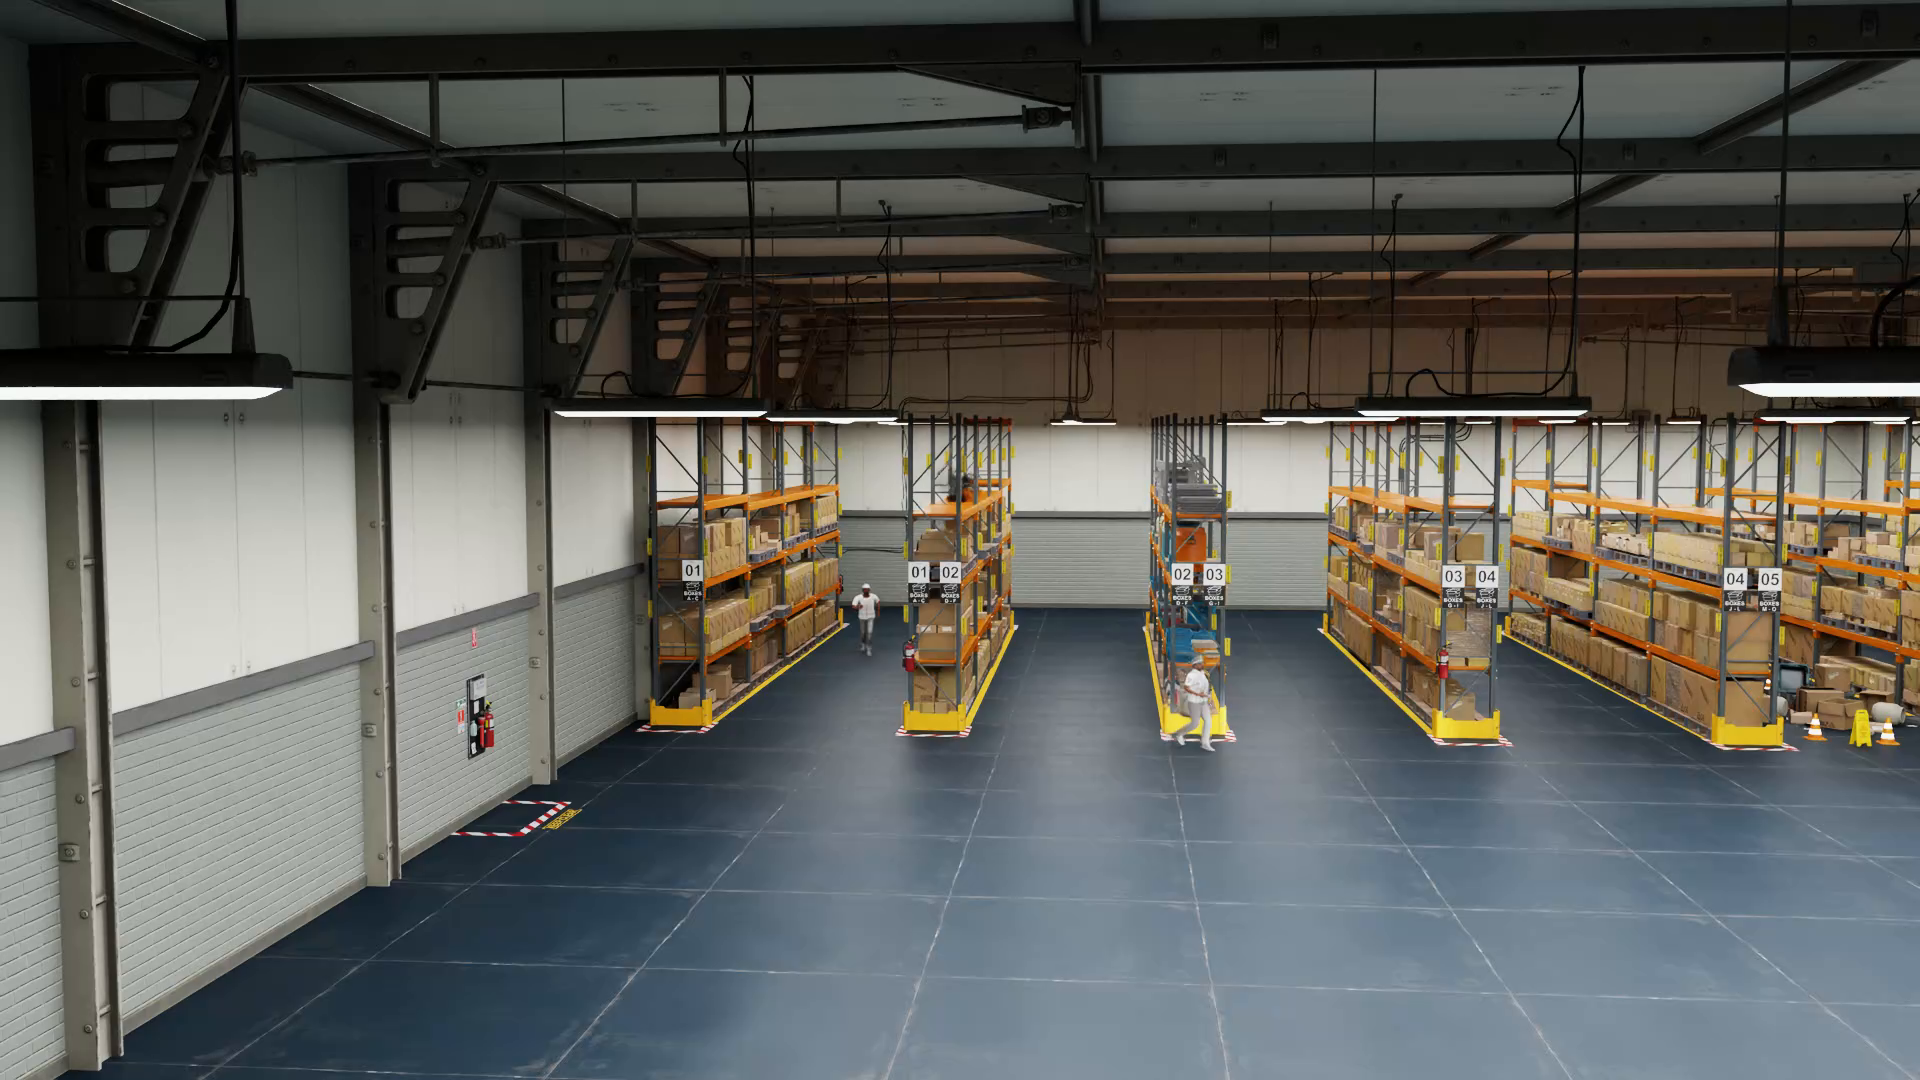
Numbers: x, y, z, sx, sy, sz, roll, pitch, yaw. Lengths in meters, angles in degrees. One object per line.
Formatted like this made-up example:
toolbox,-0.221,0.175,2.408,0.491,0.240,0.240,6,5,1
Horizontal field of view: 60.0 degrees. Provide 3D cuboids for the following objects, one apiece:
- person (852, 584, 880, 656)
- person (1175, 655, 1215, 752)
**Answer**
person,-2.376,1.991,41.996,0.721,1.794,0.890,0,4,-3
person,4.194,2.890,29.605,0.785,1.707,0.599,3,5,41
